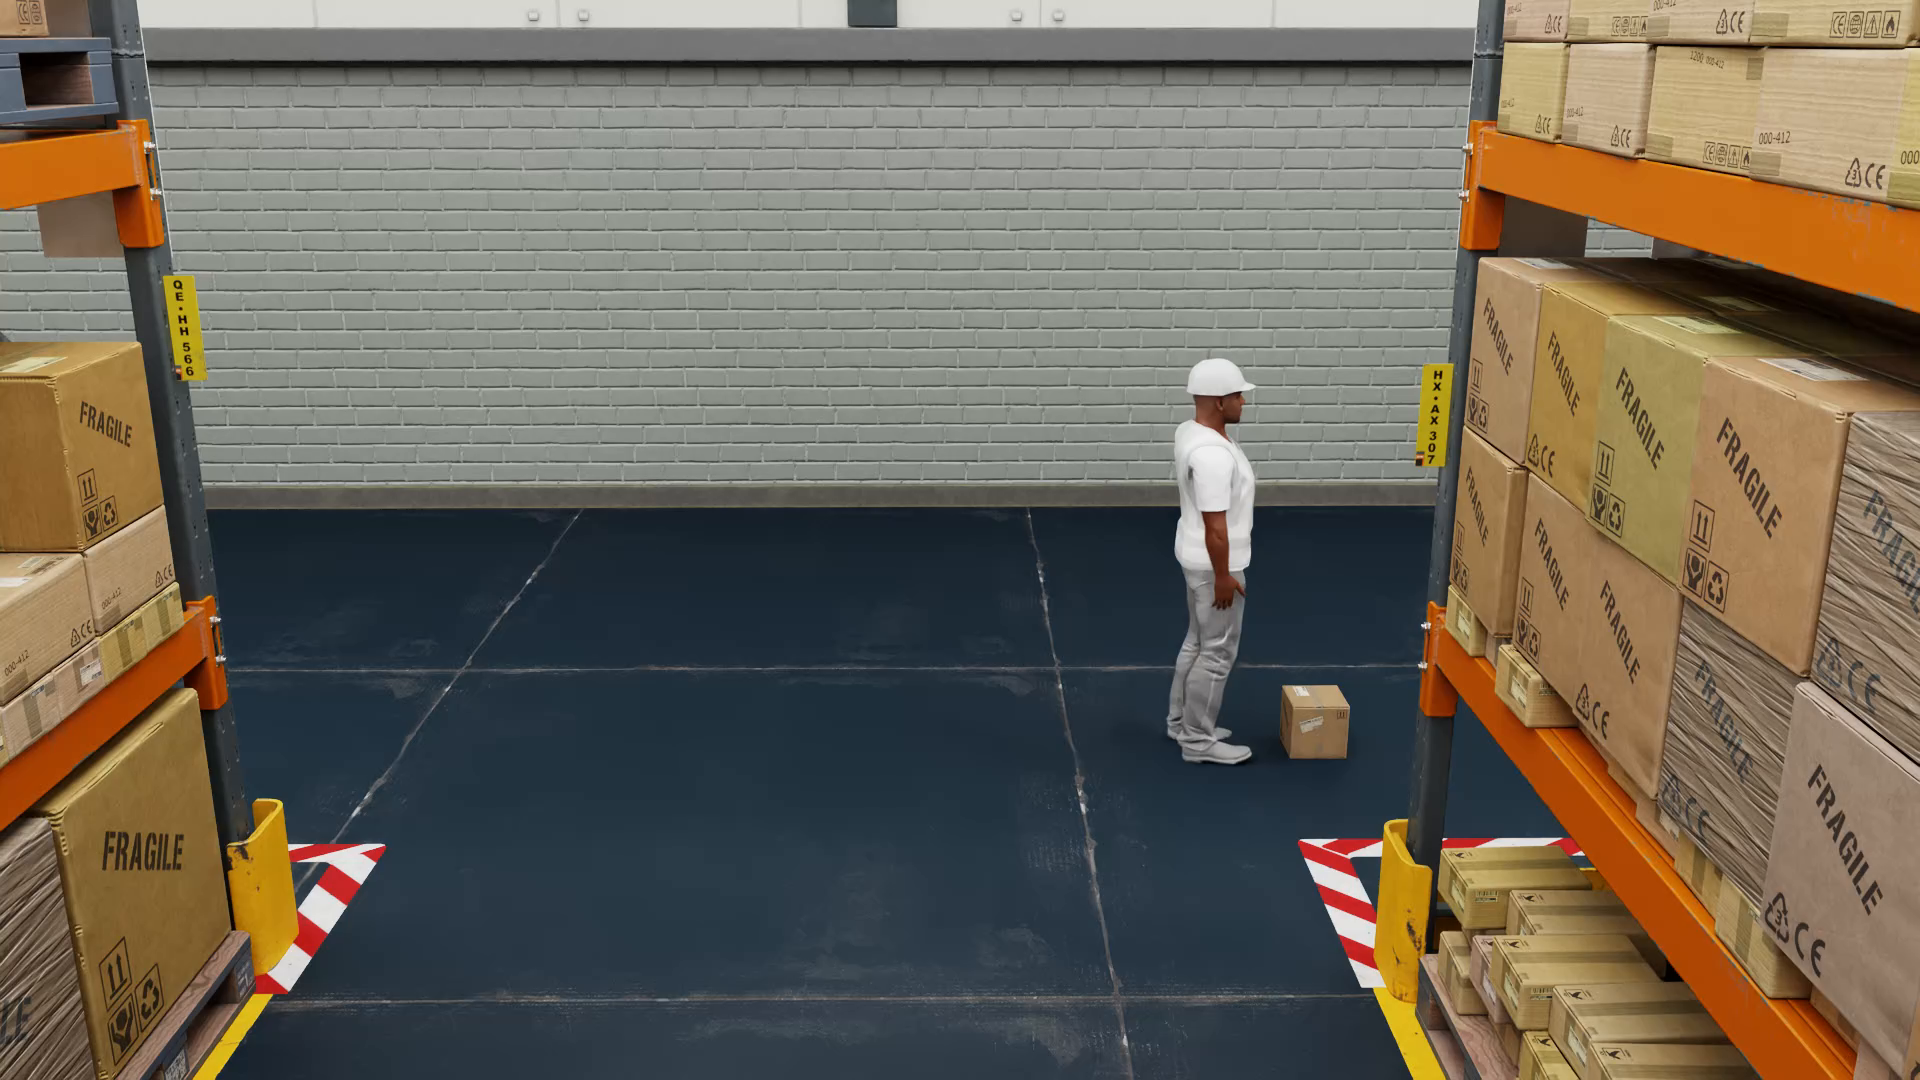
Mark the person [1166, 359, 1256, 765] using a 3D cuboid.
[{"bbox_3d":[1.102,0.099,7.225,0.371,1.786,0.564,0,17,1],"label":"person"}]
